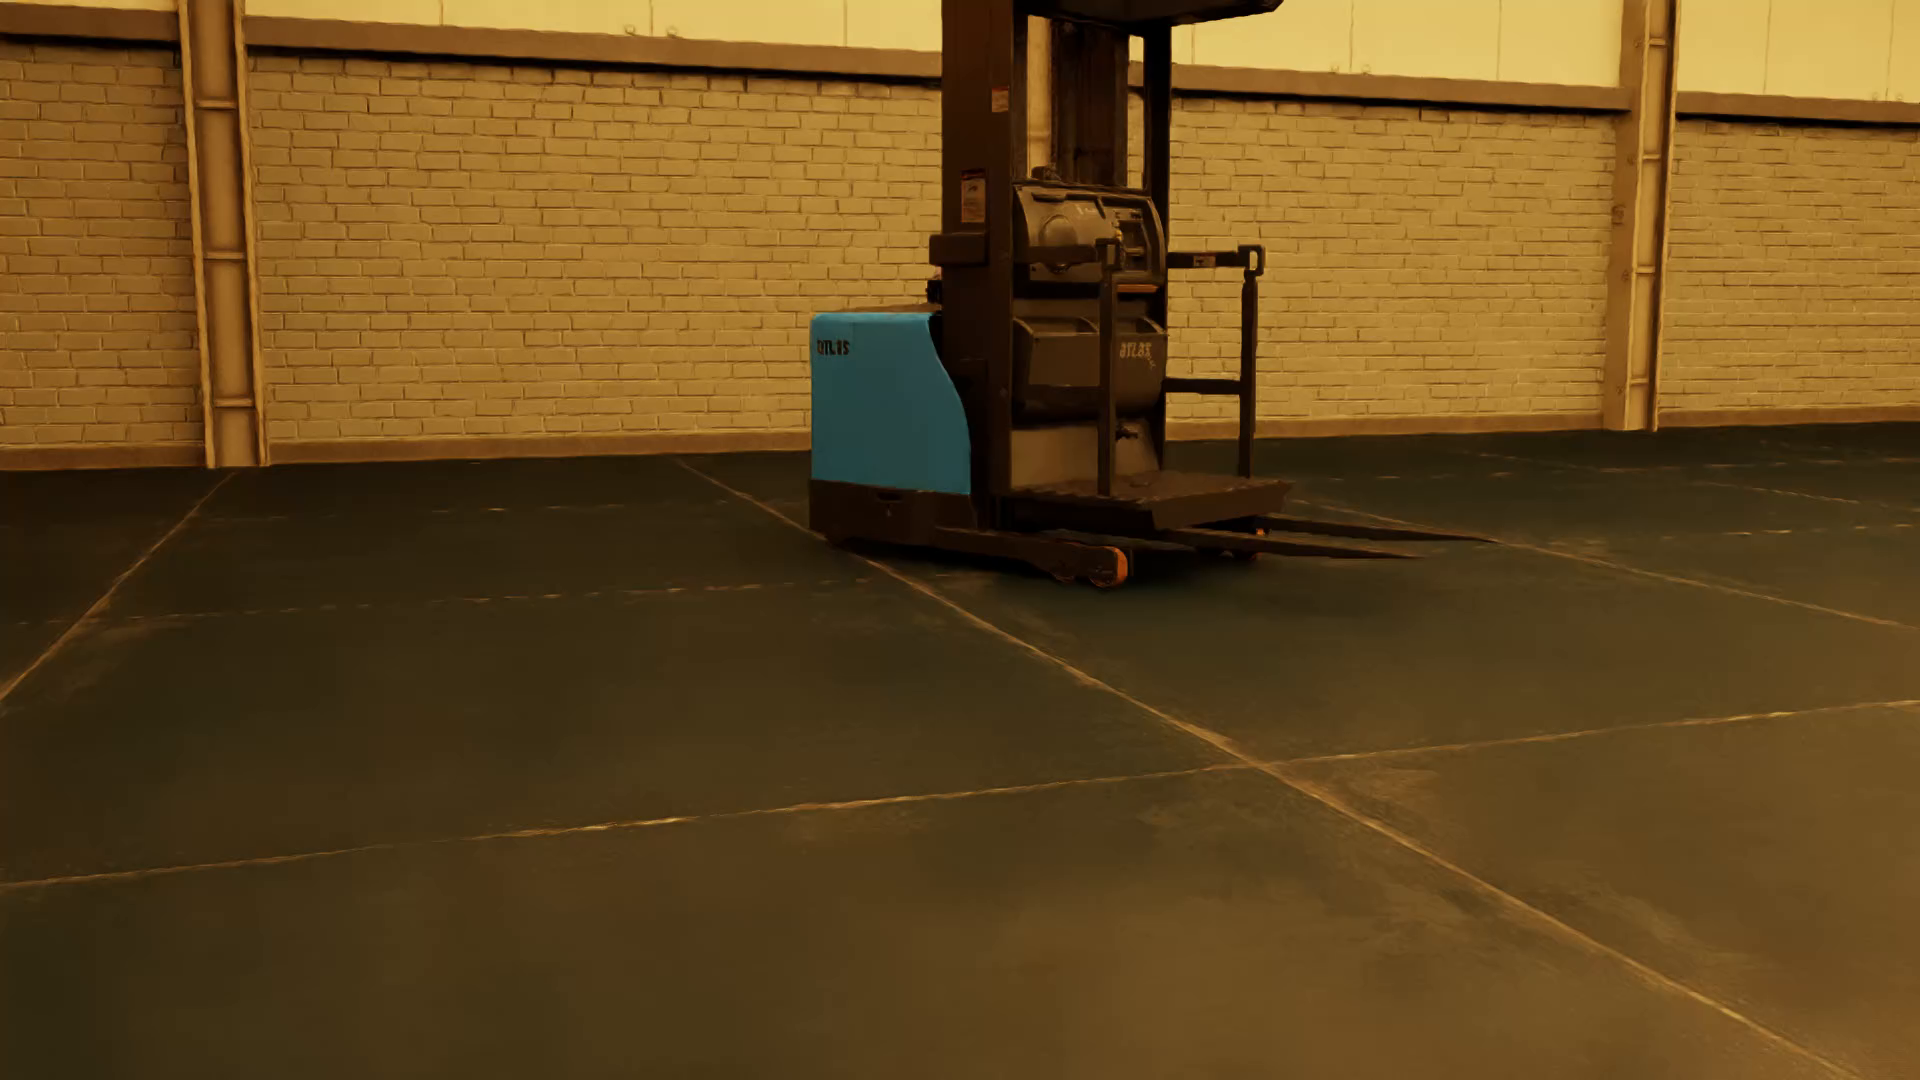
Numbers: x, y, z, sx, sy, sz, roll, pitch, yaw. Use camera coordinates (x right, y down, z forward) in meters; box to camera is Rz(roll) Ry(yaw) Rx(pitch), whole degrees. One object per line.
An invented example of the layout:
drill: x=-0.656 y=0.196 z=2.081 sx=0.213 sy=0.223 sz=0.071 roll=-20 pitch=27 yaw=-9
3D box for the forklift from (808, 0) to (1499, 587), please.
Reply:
forklift: x=0.717 y=-1.344 z=6.929 sx=3.031 sy=2.935 sz=1.130 roll=7 pitch=11 yaw=42

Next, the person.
person: x=0.156 y=-0.812 z=7.979 sx=0.623 sy=1.573 sz=0.698 roll=4 pitch=9 yaw=26
